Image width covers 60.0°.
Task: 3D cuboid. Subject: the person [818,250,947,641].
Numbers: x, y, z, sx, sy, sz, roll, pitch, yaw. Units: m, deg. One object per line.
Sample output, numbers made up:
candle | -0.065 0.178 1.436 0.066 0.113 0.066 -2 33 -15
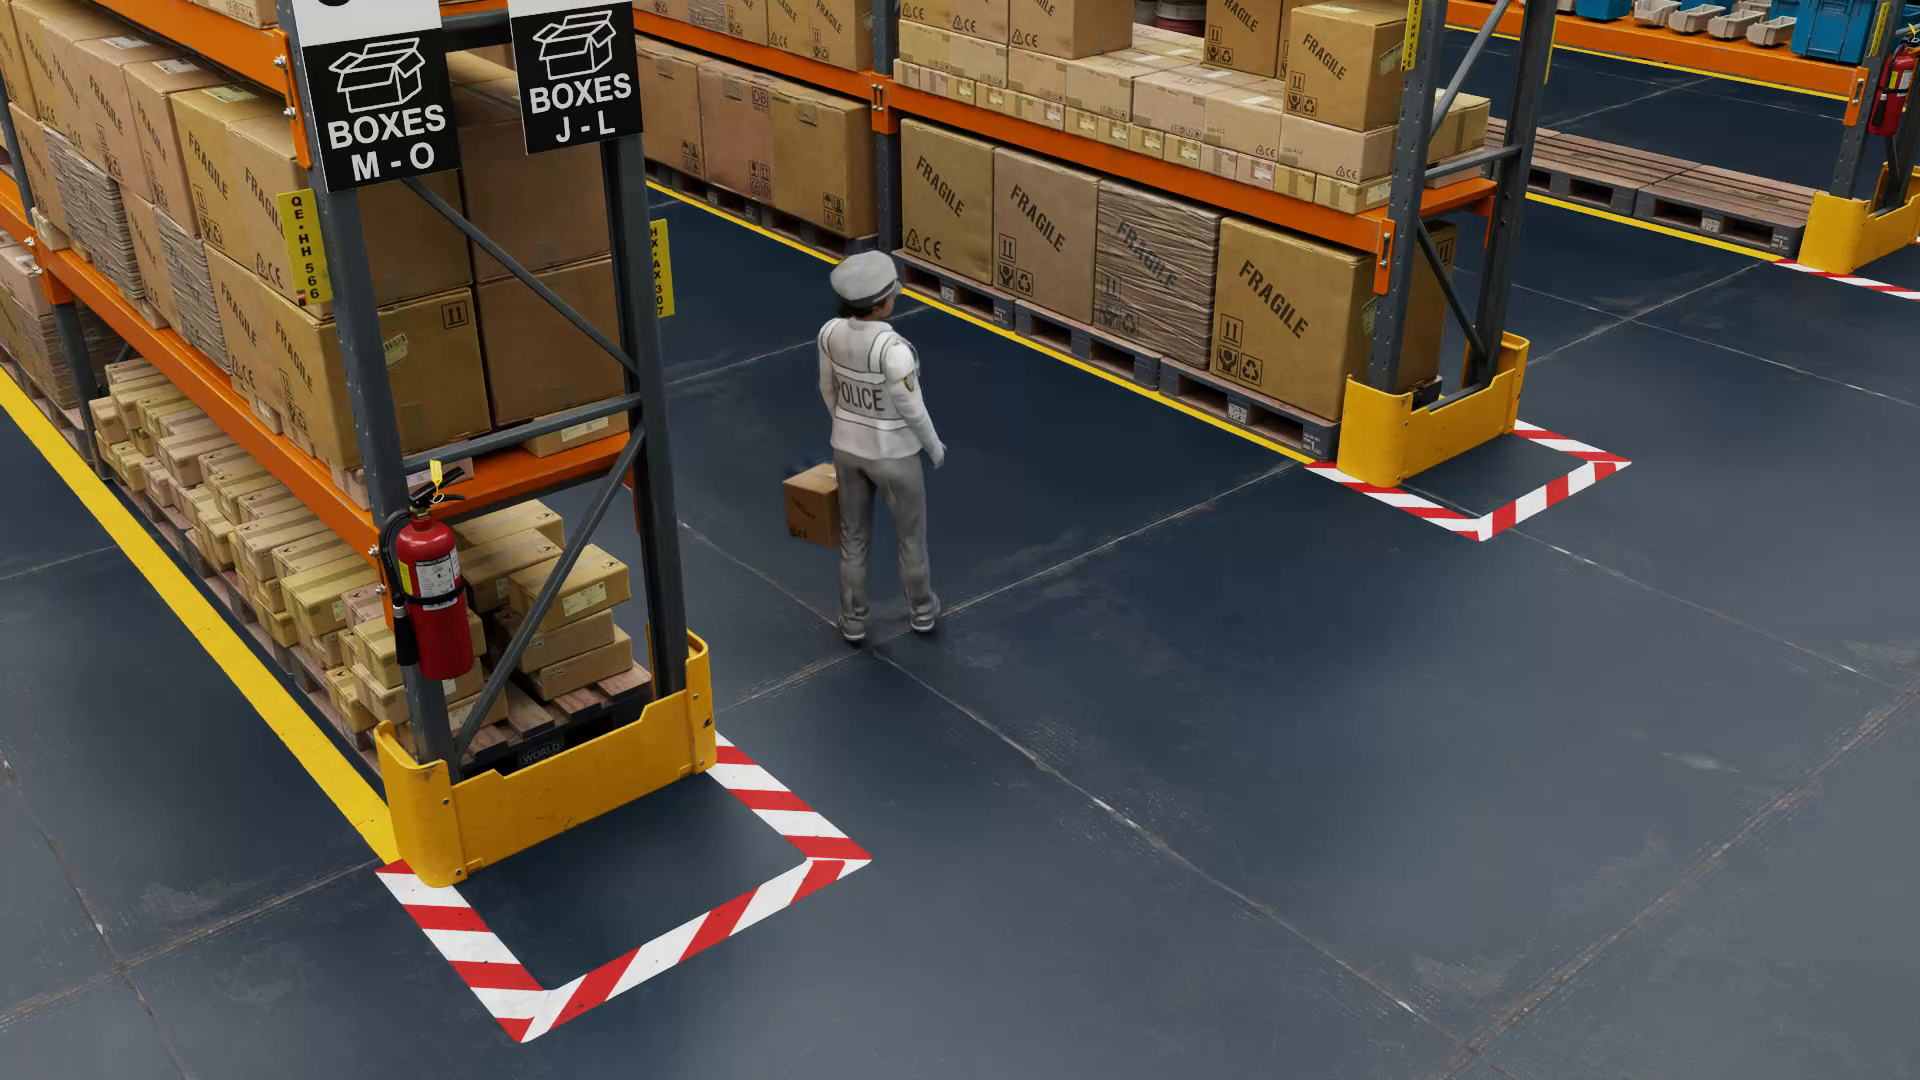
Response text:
person | -0.320 -0.372 6.749 0.503 1.693 0.526 16 32 27
